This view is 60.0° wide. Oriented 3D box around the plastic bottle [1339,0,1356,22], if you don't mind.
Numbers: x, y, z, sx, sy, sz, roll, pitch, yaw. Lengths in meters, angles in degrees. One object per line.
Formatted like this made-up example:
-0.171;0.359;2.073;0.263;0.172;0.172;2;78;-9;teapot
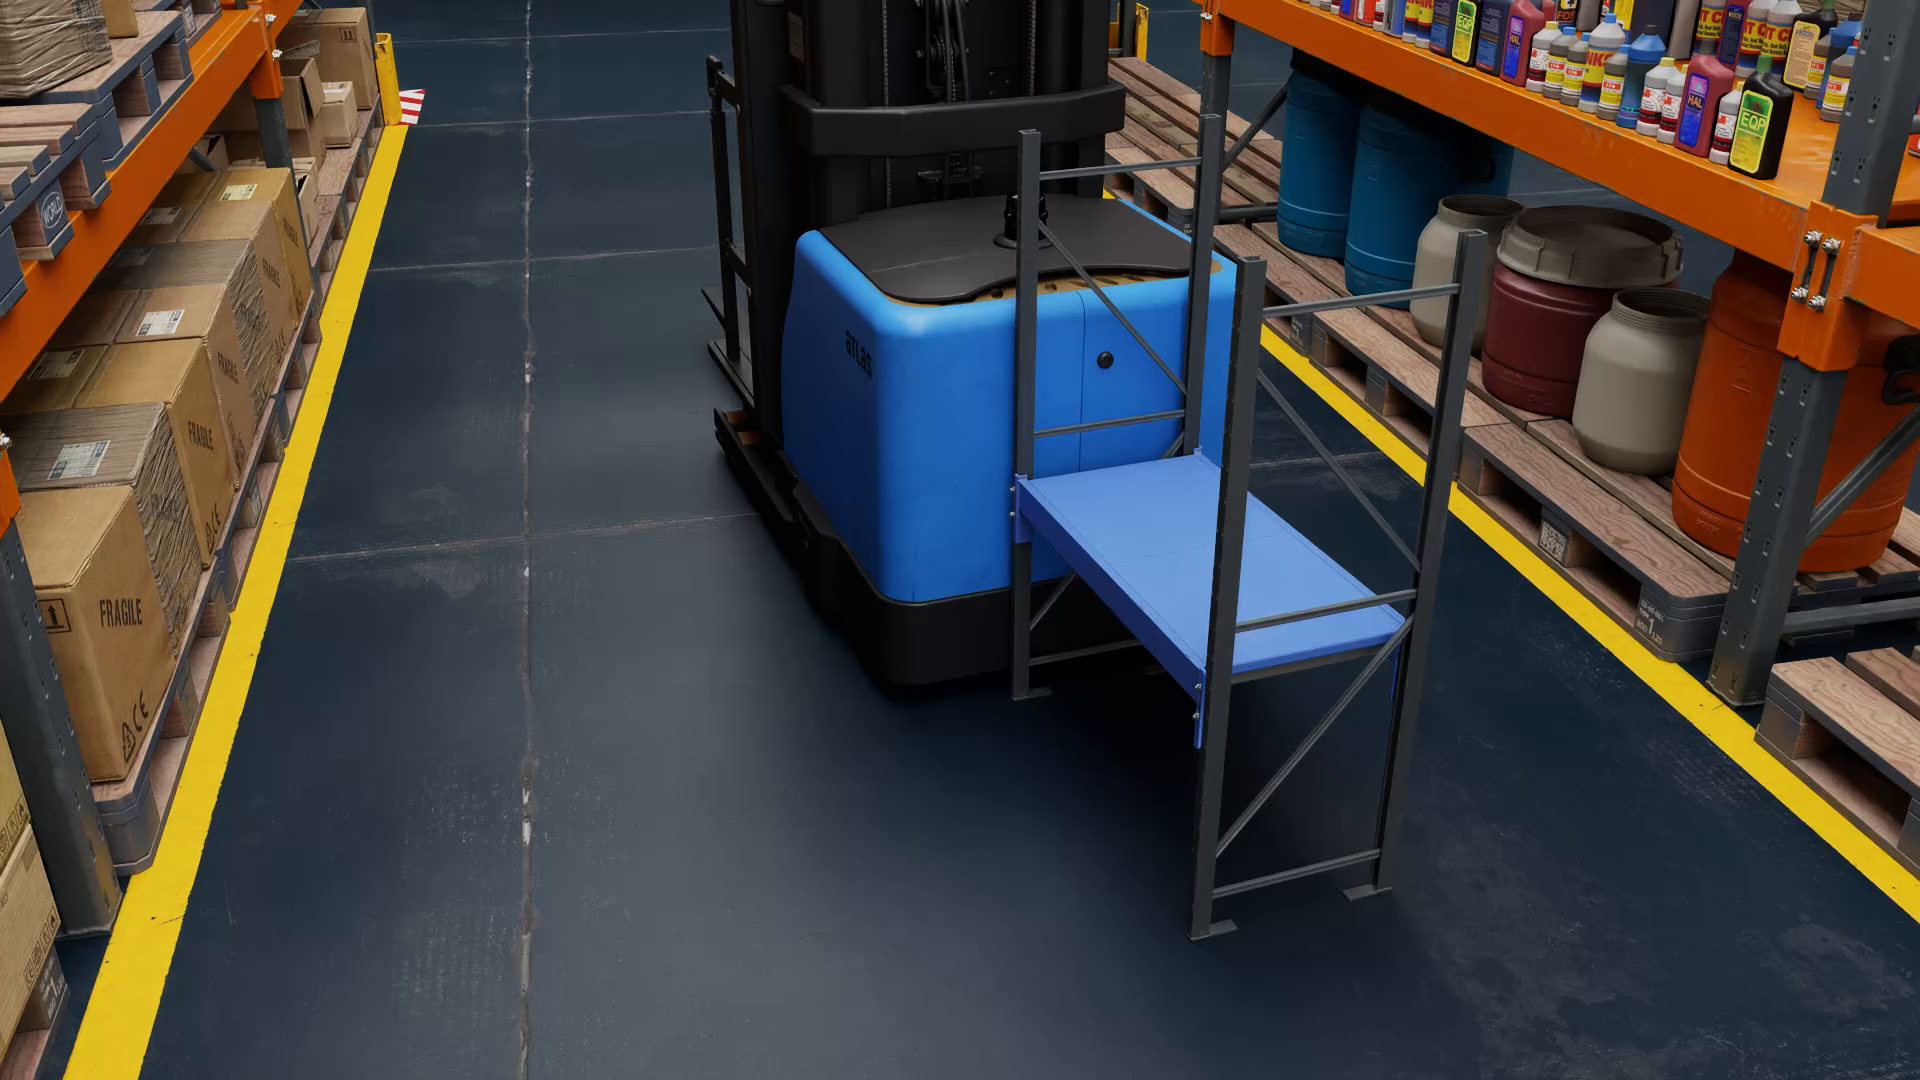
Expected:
1.469;-2.079;6.170;0.061;0.283;0.133;-6;27;-12;plastic bottle

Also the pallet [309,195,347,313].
-3.379;-1.281;7.554;1.003;0.211;1.213;-6;27;-12;pallet

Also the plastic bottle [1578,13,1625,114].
1.849;-1.371;4.781;0.097;0.271;0.097;0;27;0;plastic bottle

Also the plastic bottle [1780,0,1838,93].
2.579;-1.508;5.039;0.061;0.283;0.133;-6;27;-12;plastic bottle

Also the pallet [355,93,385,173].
-3.929;-2.352;9.676;1.003;0.211;1.213;-6;27;-12;pallet

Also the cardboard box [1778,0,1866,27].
5.953;-3.551;10.849;0.875;0.875;0.875;-6;27;-12;cardboard box

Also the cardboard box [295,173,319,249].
-3.109;-1.427;7.243;0.500;0.311;0.500;-6;27;-12;cardboard box

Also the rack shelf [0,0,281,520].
-2.774;-1.025;4.751;1.077;0.370;4.000;-6;27;-12;rack shelf

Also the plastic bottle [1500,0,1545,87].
1.739;-1.554;5.129;0.061;0.283;0.133;-6;27;-12;plastic bottle

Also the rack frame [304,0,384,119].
-4.126;-3.980;9.807;1.000;3.000;0.127;-6;27;-12;rack frame

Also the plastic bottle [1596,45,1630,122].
1.871;-1.297;4.712;0.097;0.201;0.097;0;27;0;plastic bottle

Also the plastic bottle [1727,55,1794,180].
1.997;-1.052;4.135;0.061;0.283;0.133;-6;27;-12;plastic bottle

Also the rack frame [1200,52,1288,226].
1.602;-2.726;7.321;1.000;3.000;0.127;-6;27;-12;rack frame

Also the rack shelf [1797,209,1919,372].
2.954;0.229;2.265;1.077;0.370;4.000;-6;27;-12;rack shelf

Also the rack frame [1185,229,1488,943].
0.723;0.144;3.300;0.500;1.500;0.032;-9;28;-18;rack frame

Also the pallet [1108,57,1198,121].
0.849;-2.871;10.704;1.003;0.211;1.213;-6;27;-12;pallet

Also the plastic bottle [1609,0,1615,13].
2.308;-1.873;5.774;0.097;0.271;0.097;0;27;0;plastic bottle

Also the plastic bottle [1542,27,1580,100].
1.805;-1.425;4.966;0.097;0.201;0.097;0;27;0;plastic bottle

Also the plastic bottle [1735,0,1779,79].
2.513;-1.594;5.223;0.097;0.271;0.097;0;27;0;plastic bottle

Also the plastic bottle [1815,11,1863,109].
2.558;-1.386;4.809;0.097;0.271;0.097;0;27;0;plastic bottle

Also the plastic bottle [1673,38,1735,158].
1.945;-1.153;4.335;0.061;0.283;0.133;-6;27;-12;plastic bottle

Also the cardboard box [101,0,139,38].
-2.766;-1.687;4.687;0.700;0.500;0.500;-13;30;-25;cardboard box

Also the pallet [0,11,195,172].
-2.766;-1.236;4.583;1.003;0.211;1.213;-6;27;-12;pallet

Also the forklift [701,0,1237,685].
-0.217;-1.573;5.113;1.130;2.935;3.031;-9;28;-18;forklift

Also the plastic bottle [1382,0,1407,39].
1.596;-1.920;5.863;0.152;0.276;0.135;-6;27;-12;plastic bottle

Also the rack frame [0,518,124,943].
-2.323;-0.468;2.849;1.000;3.000;0.127;-6;27;-12;rack frame

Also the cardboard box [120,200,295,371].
-2.731;-0.899;5.989;0.500;0.500;0.500;-6;27;-11;cardboard box

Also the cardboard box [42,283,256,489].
-2.502;-0.456;5.111;0.500;0.500;0.500;-7;28;-13;cardboard box

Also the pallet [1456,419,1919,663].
2.285;-0.067;5.148;1.003;0.211;1.213;-6;27;-12;pallet

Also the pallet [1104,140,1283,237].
1.398;-1.800;8.581;1.003;0.211;1.213;-6;27;-12;pallet

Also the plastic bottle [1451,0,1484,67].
1.667;-1.693;5.405;0.061;0.283;0.133;-6;27;-12;plastic bottle

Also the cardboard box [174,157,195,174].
-3.630;-1.526;7.231;0.500;0.500;0.500;-6;27;-12;cardboard box

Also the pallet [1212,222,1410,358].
1.735;-1.138;7.270;1.003;0.211;1.213;-6;27;-12;pallet

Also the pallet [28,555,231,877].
-2.455;0.445;4.134;1.003;0.211;1.213;-6;27;-12;pallet

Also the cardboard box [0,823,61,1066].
-1.967;0.778;2.965;0.500;0.250;0.500;-5;27;-10;cardboard box

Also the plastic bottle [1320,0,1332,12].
1.439;-2.138;6.377;0.097;0.201;0.097;0;27;0;plastic bottle

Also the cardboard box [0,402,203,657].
-2.271;-0.007;4.221;0.500;0.500;0.500;-7;28;-13;cardboard box

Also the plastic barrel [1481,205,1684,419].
2.122;-0.789;5.695;0.600;0.588;0.708;-6;27;-12;plastic barrel

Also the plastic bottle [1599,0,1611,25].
2.337;-1.906;5.918;0.097;0.201;0.097;0;27;0;plastic bottle

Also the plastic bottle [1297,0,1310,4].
1.418;-2.268;6.552;0.152;0.276;0.135;-6;27;-12;plastic bottle

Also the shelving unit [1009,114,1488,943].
0.547;-0.071;3.726;0.538;1.500;1.048;-9;28;-18;shelving unit

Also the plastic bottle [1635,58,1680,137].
1.914;-1.212;4.542;0.097;0.201;0.097;0;27;0;plastic bottle

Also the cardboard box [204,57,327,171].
-3.653;-2.131;8.424;0.797;0.503;0.637;-6;27;-12;cardboard box

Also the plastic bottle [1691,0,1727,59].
2.461;-1.696;5.423;0.097;0.271;0.097;0;27;0;plastic bottle

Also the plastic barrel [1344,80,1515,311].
1.868;-1.425;6.607;0.600;0.901;0.708;-6;27;-12;plastic barrel

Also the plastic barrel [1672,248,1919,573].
2.377;-0.401;4.659;0.600;0.830;0.708;-6;27;-12;plastic barrel

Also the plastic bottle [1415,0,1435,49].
1.617;-1.822;5.673;0.097;0.271;0.097;0;27;0;plastic bottle

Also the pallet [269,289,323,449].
-3.005;-0.626;6.256;1.003;0.211;1.213;-6;27;-12;pallet

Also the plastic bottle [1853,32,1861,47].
2.617;-1.340;4.714;0.152;0.276;0.135;-6;27;-12;plastic bottle

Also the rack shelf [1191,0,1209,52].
1.151;-3.283;9.223;1.077;0.370;4.000;-6;27;-12;rack shelf

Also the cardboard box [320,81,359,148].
-3.579;-2.315;9.072;0.500;0.250;0.500;-6;27;-12;cardboard box

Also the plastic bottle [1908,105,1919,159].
2.573;-1.122;4.281;0.152;0.276;0.135;-6;27;-12;plastic bottle

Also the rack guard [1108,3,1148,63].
0.682;-3.375;11.382;1.175;0.500;0.348;-6;27;-12;rack guard
